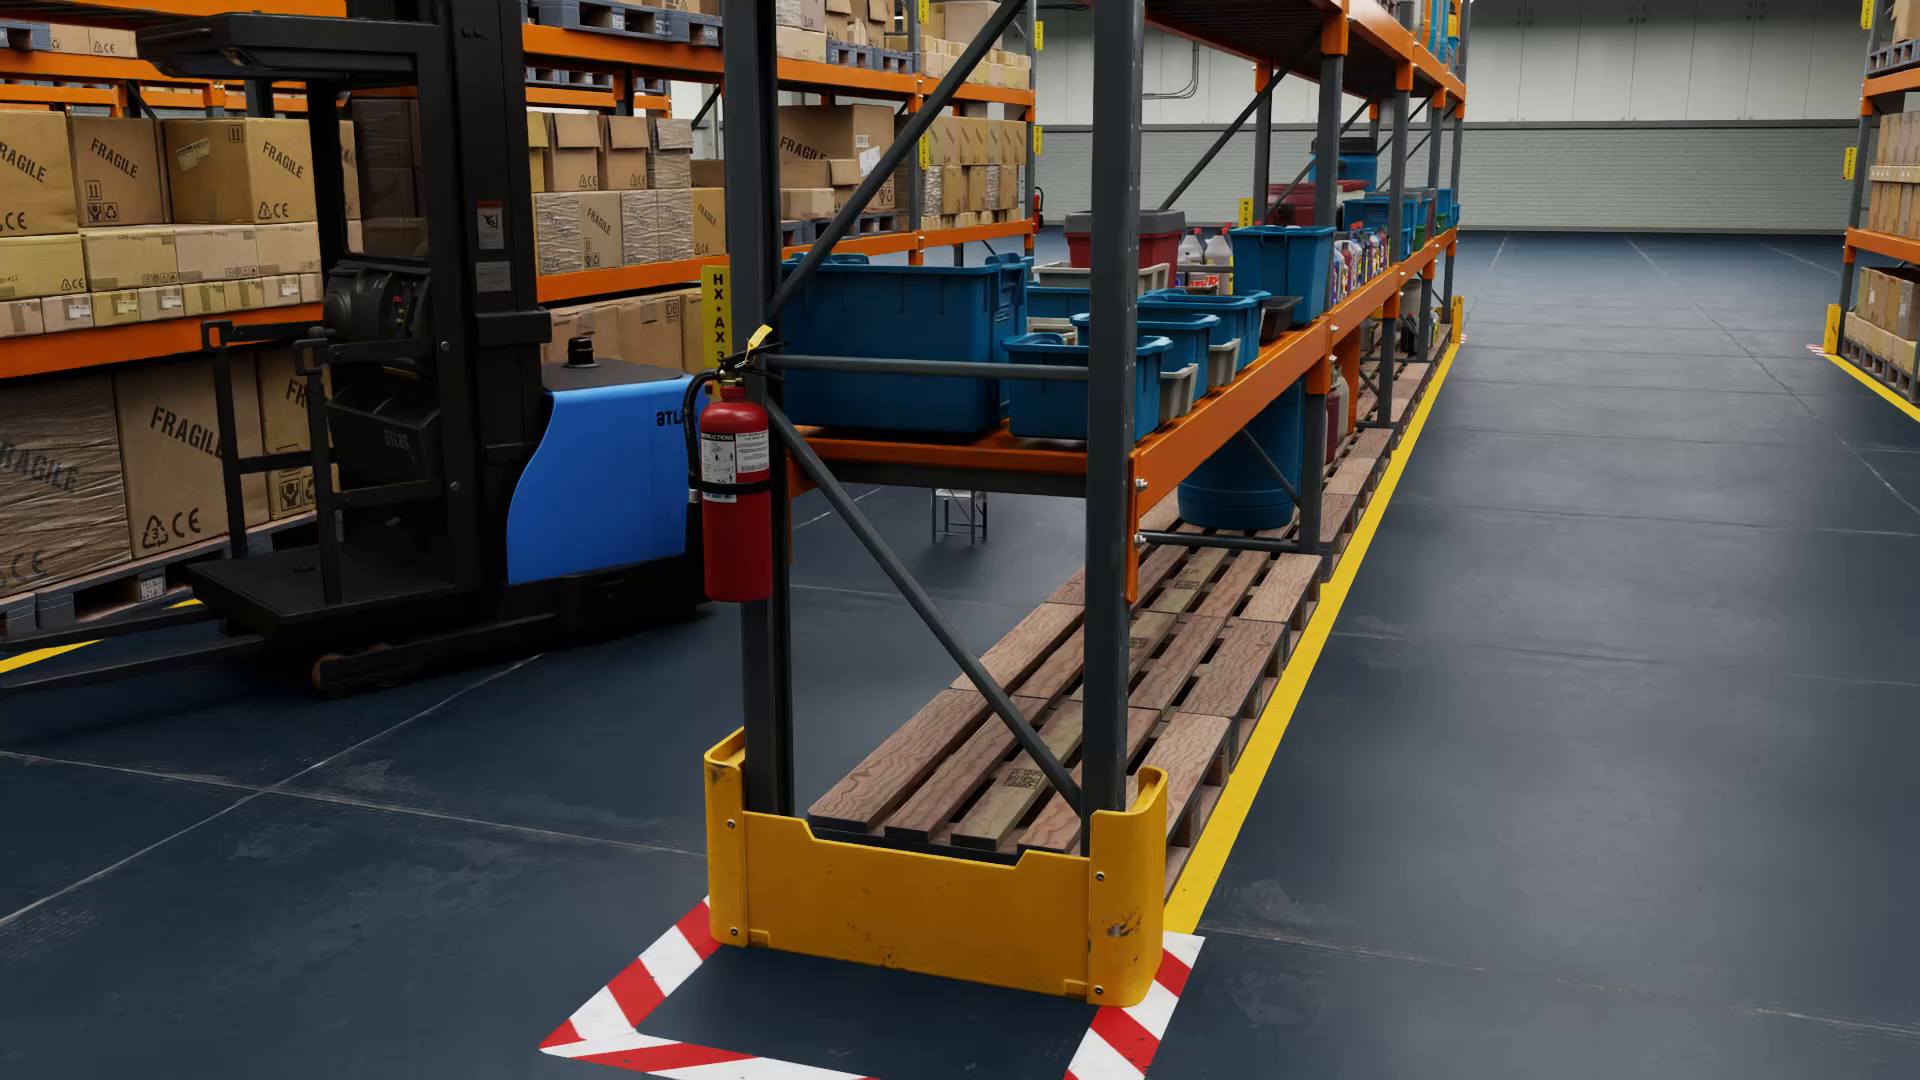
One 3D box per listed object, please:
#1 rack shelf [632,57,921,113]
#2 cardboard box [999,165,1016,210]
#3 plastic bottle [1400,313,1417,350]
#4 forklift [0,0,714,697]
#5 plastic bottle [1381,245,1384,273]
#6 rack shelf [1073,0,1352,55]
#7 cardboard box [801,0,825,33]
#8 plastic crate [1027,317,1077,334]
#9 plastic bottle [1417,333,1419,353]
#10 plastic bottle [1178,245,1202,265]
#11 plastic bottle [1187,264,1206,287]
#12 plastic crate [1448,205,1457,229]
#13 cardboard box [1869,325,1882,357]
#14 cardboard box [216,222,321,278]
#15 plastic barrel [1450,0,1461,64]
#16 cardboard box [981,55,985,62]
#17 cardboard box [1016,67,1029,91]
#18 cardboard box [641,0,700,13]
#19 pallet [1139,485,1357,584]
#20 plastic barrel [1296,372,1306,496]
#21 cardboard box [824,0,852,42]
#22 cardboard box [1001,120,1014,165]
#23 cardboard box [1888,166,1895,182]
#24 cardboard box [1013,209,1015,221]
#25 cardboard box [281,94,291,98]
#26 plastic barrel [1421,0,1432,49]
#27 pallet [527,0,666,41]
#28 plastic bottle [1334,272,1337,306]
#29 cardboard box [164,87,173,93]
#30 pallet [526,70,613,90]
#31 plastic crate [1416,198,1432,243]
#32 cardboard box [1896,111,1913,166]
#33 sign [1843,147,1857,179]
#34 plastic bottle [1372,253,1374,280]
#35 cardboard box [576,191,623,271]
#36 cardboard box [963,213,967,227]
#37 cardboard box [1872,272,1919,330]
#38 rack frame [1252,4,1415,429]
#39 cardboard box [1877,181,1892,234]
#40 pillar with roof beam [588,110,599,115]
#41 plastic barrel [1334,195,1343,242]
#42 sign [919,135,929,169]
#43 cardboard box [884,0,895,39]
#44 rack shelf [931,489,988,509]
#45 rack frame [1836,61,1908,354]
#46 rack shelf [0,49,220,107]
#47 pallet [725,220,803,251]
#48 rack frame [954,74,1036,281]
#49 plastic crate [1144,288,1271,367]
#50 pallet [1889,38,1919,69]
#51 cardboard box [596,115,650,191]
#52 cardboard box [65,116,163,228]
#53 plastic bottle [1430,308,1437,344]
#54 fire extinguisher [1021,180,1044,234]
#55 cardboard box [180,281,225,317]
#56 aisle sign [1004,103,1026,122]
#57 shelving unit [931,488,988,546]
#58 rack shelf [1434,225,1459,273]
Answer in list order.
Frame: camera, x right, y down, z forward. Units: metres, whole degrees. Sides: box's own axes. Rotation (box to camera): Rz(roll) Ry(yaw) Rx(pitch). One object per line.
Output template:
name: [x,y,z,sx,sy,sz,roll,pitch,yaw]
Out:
rack shelf: [-1.526,-3.983,14.575,1.077,0.370,4.000,4,14,18]
cardboard box: [0.163,-4.101,19.322,0.875,0.500,0.500,4,14,18]
plastic bottle: [4.325,-2.010,16.016,0.144,0.351,0.185,4,14,18]
forklift: [-2.515,-0.958,6.599,3.031,2.935,1.130,-11,17,-41]
plastic bottle: [2.657,-1.810,10.622,0.097,0.201,0.097,0,13,0]
rack shelf: [0.572,-1.942,5.633,1.077,0.370,4.000,4,14,18]
cardboard box: [-1.454,-4.499,13.868,0.500,0.500,0.500,4,13,17]
plastic crate: [0.270,-0.679,5.680,0.298,0.136,0.250,4,14,18]
plastic bottle: [4.325,-1.856,15.522,0.097,0.271,0.097,0,13,0]
plastic bottle: [1.159,-1.374,8.548,0.152,0.276,0.135,4,14,18]
plastic bottle: [1.165,-1.256,8.197,0.097,0.201,0.097,0,13,0]
plastic crate: [5.007,-3.443,17.664,0.499,0.251,0.408,4,14,18]
cardboard box: [8.917,-1.873,15.687,0.500,0.250,0.500,4,14,18]
cardboard box: [-3.527,-1.459,8.309,0.500,0.250,0.500,5,14,20]
plastic barrel: [5.065,-5.543,17.884,0.600,0.830,0.708,4,14,18]
cardboard box: [0.060,-5.310,18.211,0.380,0.149,0.250,4,13,16]
cardboard box: [0.500,-5.404,19.522,0.500,0.250,0.500,5,14,20]
cardboard box: [-2.302,-4.034,12.006,0.797,0.503,0.637,5,14,22]
pallet: [1.508,-0.052,8.740,1.003,0.211,1.213,4,14,18]
plastic barrel: [1.640,-0.696,9.068,0.600,0.901,0.708,4,14,18]
cardboard box: [-1.429,-4.720,15.010,0.797,0.503,0.637,5,14,21]
cardboard box: [0.315,-4.577,19.160,0.500,0.500,0.500,4,14,18]
cardboard box: [9.124,-3.501,15.905,0.380,0.149,0.250,4,13,17]
cardboard box: [0.437,-3.885,19.833,0.380,0.149,0.250,4,14,18]
cardboard box: [-9.125,-5.936,22.079,0.380,0.149,0.250,4,14,19]
plastic barrel: [3.196,-4.061,12.332,0.600,0.830,0.708,4,14,18]
pallet: [-2.690,-3.446,11.028,1.003,0.211,1.213,5,14,21]
plastic bottle: [1.805,-1.255,8.192,0.097,0.201,0.097,0,13,0]
cardboard box: [-9.810,-5.505,20.191,0.380,0.149,0.250,4,14,18]
pallet: [-4.868,-5.518,19.881,1.003,0.211,1.213,4,14,18]
plastic crate: [3.745,-2.674,13.997,0.392,0.384,0.575,4,14,18]
cardboard box: [9.280,-3.776,15.652,0.700,0.500,0.500,4,14,19]
sign: [9.264,-3.923,17.311,0.100,0.325,0.005,4,14,18]
plastic bottle: [2.436,-1.666,9.993,0.097,0.201,0.097,0,13,0]
cardboard box: [-2.596,-2.056,11.032,0.500,0.500,0.500,5,14,19]
cardboard box: [-0.144,-3.459,17.966,0.380,0.149,0.250,4,14,18]
cardboard box: [8.916,-2.238,15.604,0.500,0.500,0.500,4,14,18]
rack frame: [2.513,-2.094,11.421,1.000,3.000,0.127,4,14,18]
cardboard box: [9.459,-3.261,16.311,0.700,0.500,0.500,5,14,20]
pillar with roof beam: [-4.840,-11.528,39.273,9.100,9.000,0.400,4,14,18]
plastic barrel: [2.644,-2.380,12.425,0.421,0.512,0.421,0,13,0]
sign: [-0.353,-3.818,16.373,0.100,0.325,0.005,4,14,18]
cardboard box: [-0.975,-5.306,16.736,0.500,0.500,0.500,4,13,17]
rack shelf: [-0.003,-0.229,8.928,0.258,0.077,0.200,4,14,18]
rack frame: [9.787,-3.421,17.235,1.000,3.000,0.127,4,14,18]
rack shelf: [-7.481,-3.520,12.543,1.077,0.370,4.000,4,14,18]
pallet: [-2.043,-2.515,13.696,1.213,0.211,1.003,4,14,18]
rack frame: [0.415,-4.135,20.364,1.000,3.000,0.127,4,14,18]
plastic crate: [0.839,-0.726,5.669,0.416,0.233,0.300,4,14,18]
pallet: [9.141,-4.435,15.138,1.003,0.211,1.213,4,14,18]
cardboard box: [-2.639,-2.699,11.591,0.797,0.503,0.637,5,14,20]
cardboard box: [-4.195,-1.750,7.899,0.500,0.500,0.500,4,13,17]
plastic bottle: [4.660,-2.129,16.537,0.144,0.351,0.185,4,14,18]
fire extinguisher: [0.888,-4.088,20.332,0.296,0.674,0.183,4,14,18]
cardboard box: [-3.672,-1.128,7.751,0.380,0.149,0.250,4,13,17]
aisle sign: [0.719,-5.394,20.037,0.394,0.787,0.004,4,14,18]
shelving unit: [-0.003,-0.437,8.880,0.258,0.900,0.210,4,14,18]
rack shelf: [4.455,-3.007,17.036,1.077,0.370,4.000,4,14,18]
